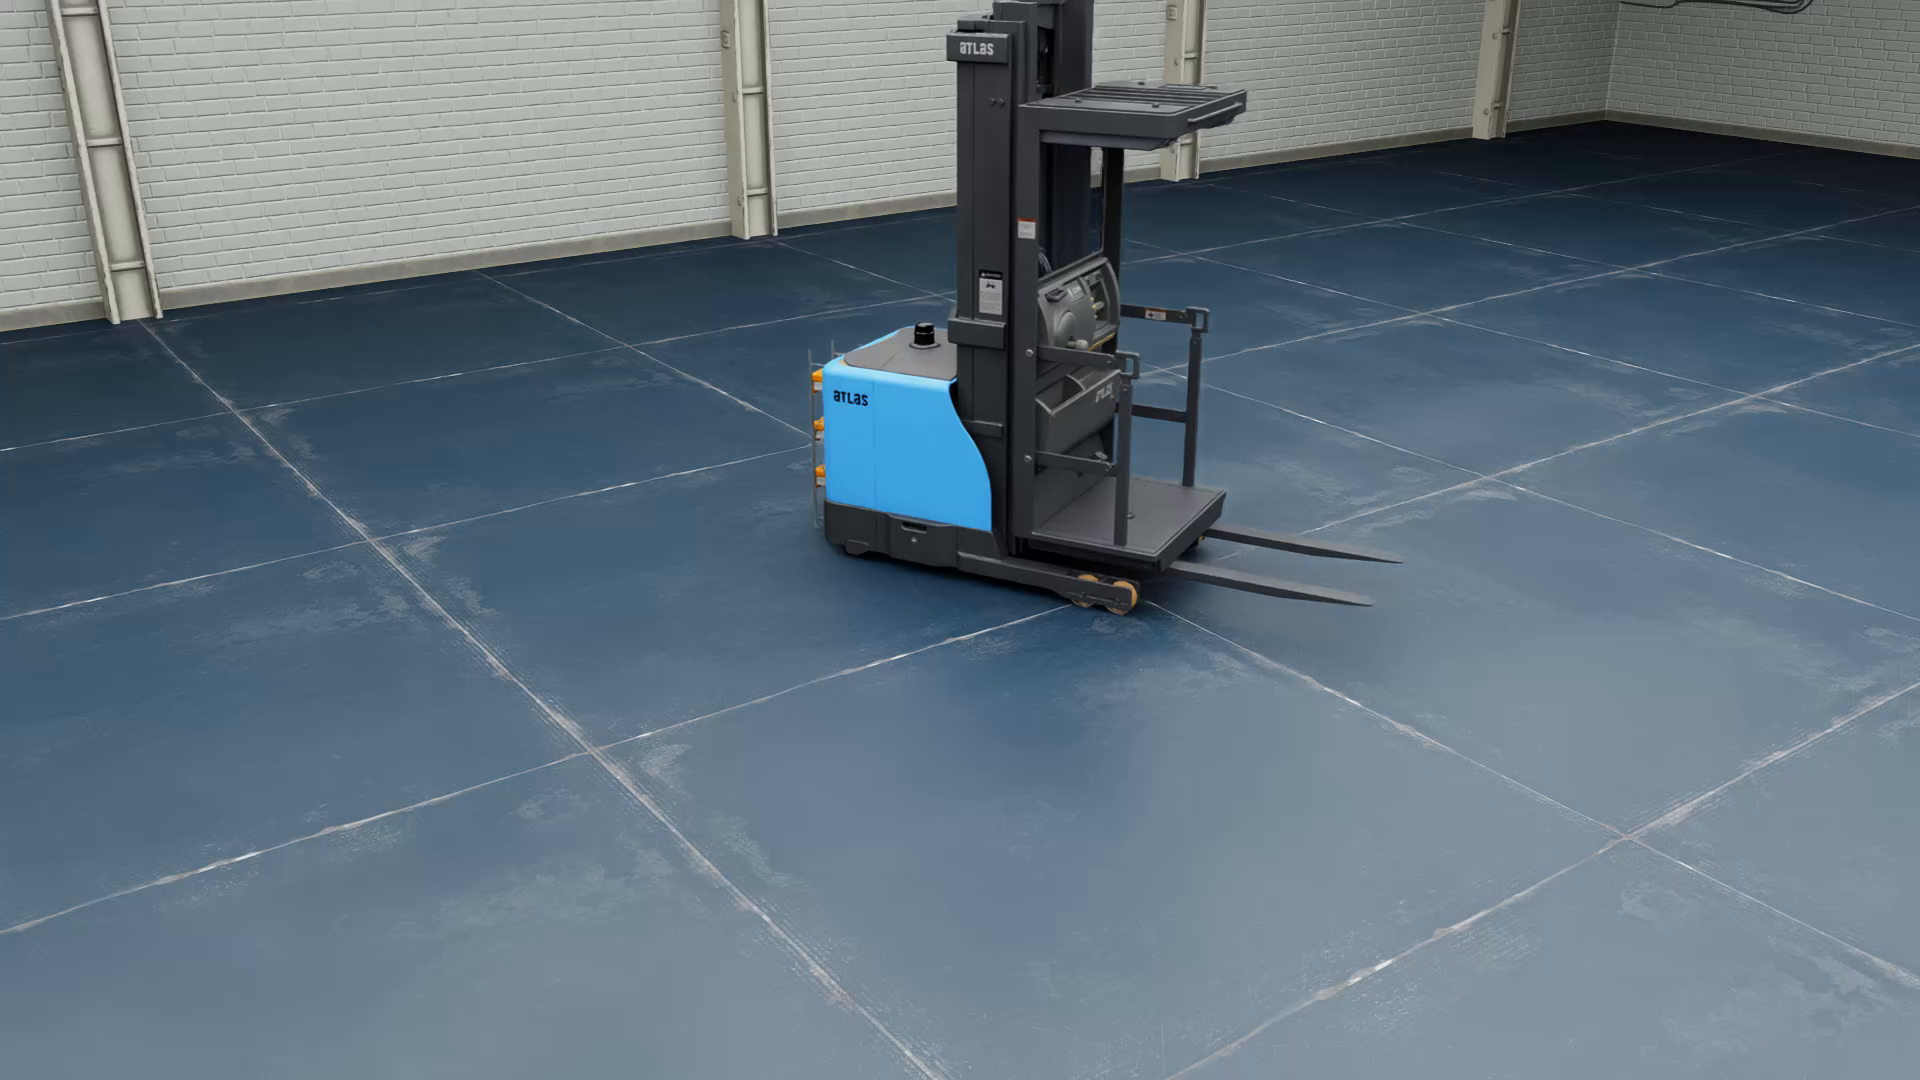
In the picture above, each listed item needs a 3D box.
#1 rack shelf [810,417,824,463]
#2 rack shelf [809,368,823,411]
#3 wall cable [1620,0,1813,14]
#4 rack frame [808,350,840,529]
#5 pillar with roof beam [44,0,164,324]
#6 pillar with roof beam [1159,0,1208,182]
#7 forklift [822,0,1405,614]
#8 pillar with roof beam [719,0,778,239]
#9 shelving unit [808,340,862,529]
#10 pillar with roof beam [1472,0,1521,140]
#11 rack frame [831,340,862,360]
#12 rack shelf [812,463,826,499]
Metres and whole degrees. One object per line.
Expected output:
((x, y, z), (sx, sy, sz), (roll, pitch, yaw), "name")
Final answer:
((-0.694, -0.576, 9.451), (0.215, 0.259, 0.240), (10, 24, 25), "rack shelf")
((-0.694, -0.839, 9.346), (0.215, 0.259, 0.240), (10, 24, 25), "rack shelf")
((10.752, -8.770, 23.421), (0.112, 2.526, 3.097), (-15, 26, -33), "wall cable")
((-0.748, -0.545, 9.346), (0.200, 1.050, 0.008), (10, 24, 25), "rack frame")
((-4.508, -4.781, 9.235), (0.400, 9.000, 9.100), (-15, 26, -33), "pillar with roof beam")
((5.233, -7.378, 15.744), (0.400, 9.000, 9.100), (-15, 26, -33), "pillar with roof beam")
((0.797, -1.208, 8.470), (3.031, 2.935, 1.130), (11, 24, 25), "forklift")
((0.362, -6.079, 12.490), (0.400, 9.000, 9.100), (-15, 26, -33), "pillar with roof beam")
((-0.694, -0.586, 9.447), (0.215, 1.050, 0.252), (10, 24, 25), "shelving unit")
((10.103, -8.677, 18.999), (0.400, 9.000, 9.100), (-15, 26, -33), "pillar with roof beam")
((-0.639, -0.626, 9.549), (0.200, 1.050, 0.008), (10, 24, 25), "rack frame")
((-0.694, -0.318, 9.554), (0.215, 0.259, 0.240), (10, 24, 25), "rack shelf")
